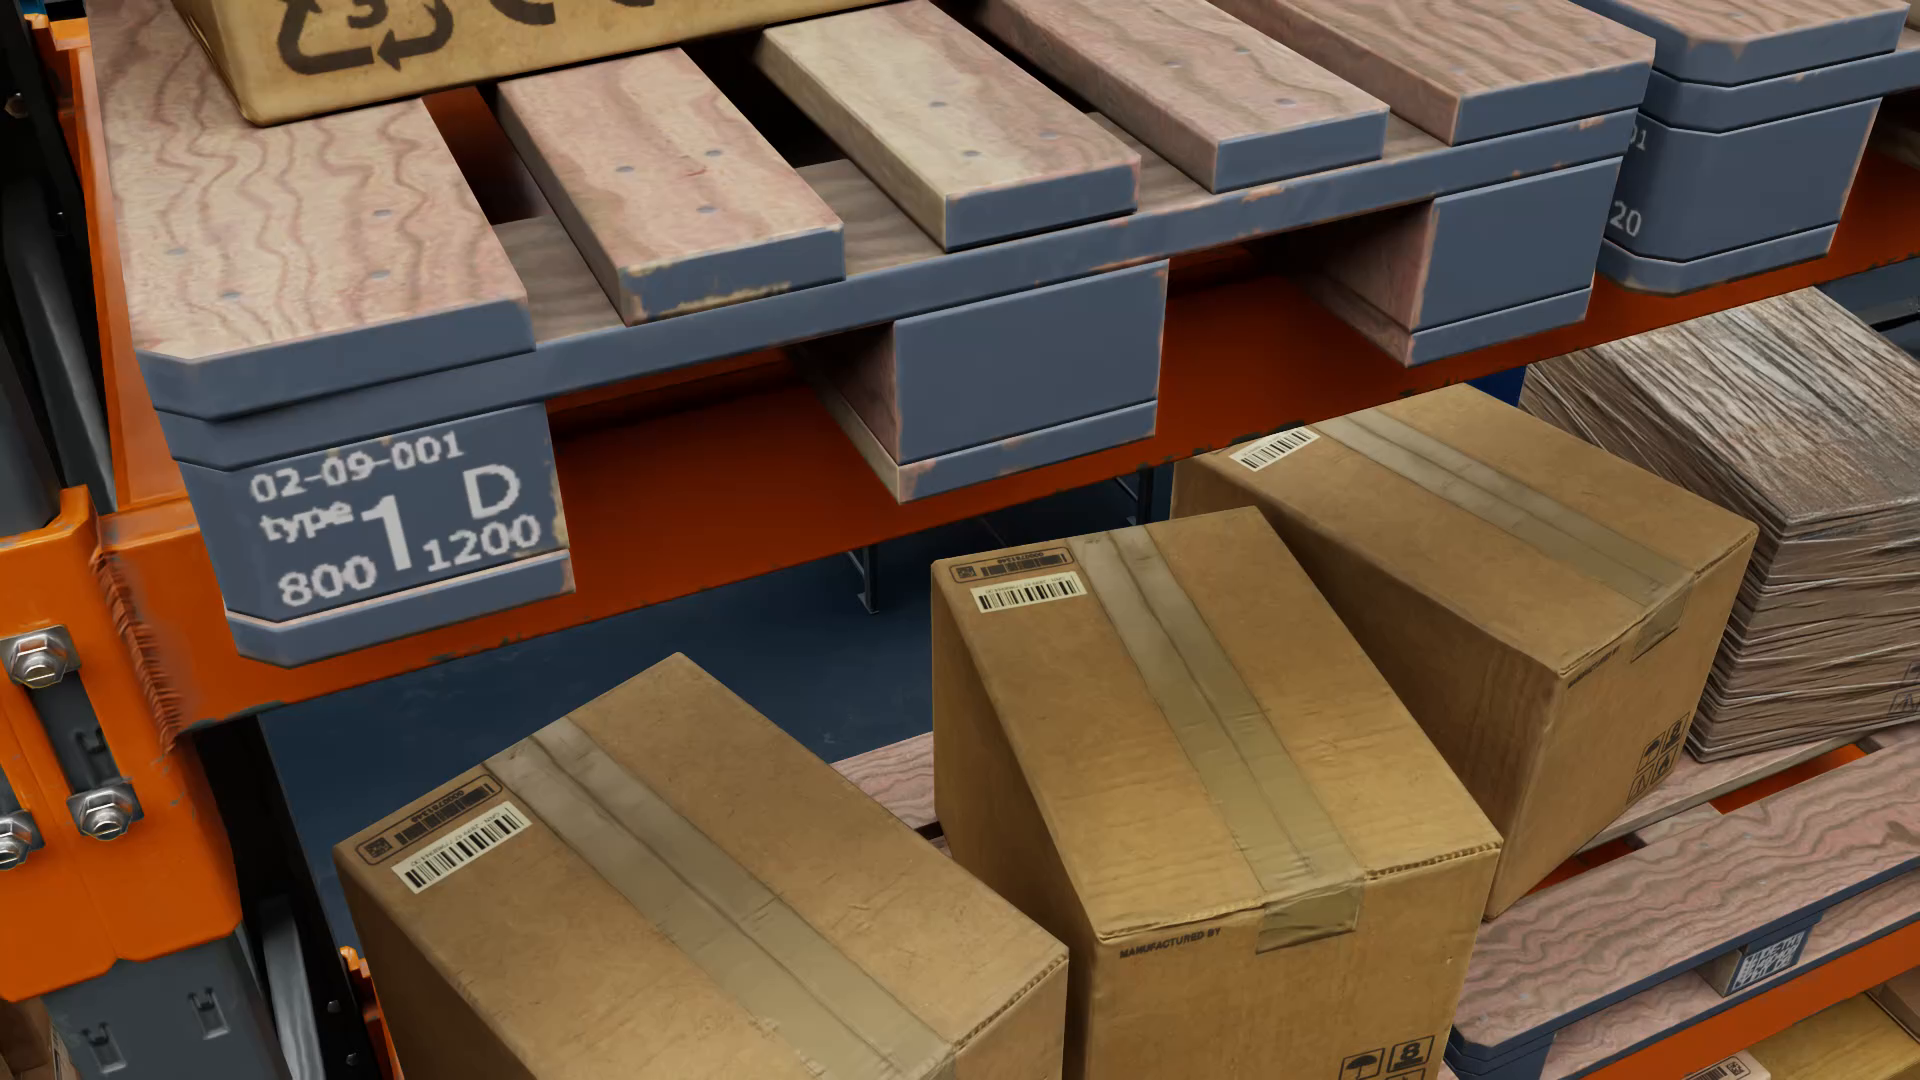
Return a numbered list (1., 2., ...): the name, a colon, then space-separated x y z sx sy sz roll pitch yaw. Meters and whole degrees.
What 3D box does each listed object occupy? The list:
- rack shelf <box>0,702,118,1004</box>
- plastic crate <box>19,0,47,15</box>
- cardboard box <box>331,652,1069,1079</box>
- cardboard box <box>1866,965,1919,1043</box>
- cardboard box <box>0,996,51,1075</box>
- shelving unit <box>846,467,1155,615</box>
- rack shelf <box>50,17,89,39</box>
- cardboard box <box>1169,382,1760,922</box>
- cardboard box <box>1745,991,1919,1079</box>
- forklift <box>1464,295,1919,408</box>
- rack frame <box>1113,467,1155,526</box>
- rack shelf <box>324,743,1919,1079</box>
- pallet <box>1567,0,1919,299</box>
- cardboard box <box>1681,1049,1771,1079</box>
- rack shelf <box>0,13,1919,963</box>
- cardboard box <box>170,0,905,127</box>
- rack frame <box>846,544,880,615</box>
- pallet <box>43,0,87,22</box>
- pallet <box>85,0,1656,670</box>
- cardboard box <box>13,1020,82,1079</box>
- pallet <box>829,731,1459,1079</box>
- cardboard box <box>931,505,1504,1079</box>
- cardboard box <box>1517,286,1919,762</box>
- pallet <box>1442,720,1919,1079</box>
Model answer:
1. rack shelf: -2.636 0.393 0.789 4.000 0.370 1.077 -16 39 -20
2. plastic crate: -3.205 -1.585 5.333 0.575 0.384 0.392 -16 39 -20
3. cardboard box: -0.302 0.594 1.995 0.500 0.500 0.700 -30 46 -34
4. cardboard box: 1.999 0.696 3.394 0.500 0.250 0.500 -14 39 -18
5. cardboard box: -1.372 0.328 1.866 0.500 0.500 0.500 -15 39 -19
6. shelving unit: 0.077 -0.624 5.332 1.048 1.500 0.538 -16 39 -20
7. rack shelf: -4.737 -1.075 5.285 4.000 0.370 1.077 -16 39 -20
8. cardboard box: 0.747 0.113 2.643 0.500 0.500 0.700 -26 44 -31
9. cardboard box: 1.580 1.111 3.463 0.500 0.500 0.500 -17 40 -22
10. forklift: 2.553 -1.813 5.734 3.031 2.935 1.130 -14 39 -18
11. rack frame: 0.537 -0.753 5.506 0.032 1.500 0.500 -16 39 -20
12. rack shelf: 0.985 0.585 3.047 4.000 0.370 1.077 -16 39 -20
13. pallet: 0.732 -0.718 1.840 1.003 0.211 1.213 -16 39 -20
14. cardboard box: 1.075 0.957 3.041 0.500 0.250 0.500 -16 40 -21
15. rack shelf: 0.985 -0.620 2.154 4.000 0.370 1.077 -16 39 -20
16. cardboard box: -0.338 -0.739 1.190 0.600 0.600 0.600 -19 41 -24
17. rack frame: -0.383 -0.495 5.159 0.032 1.500 0.500 -16 39 -20
18. pallet: -5.753 -3.271 9.982 1.213 0.211 1.003 -16 39 -20
19. pallet: -0.205 -0.454 1.484 1.003 0.211 1.213 -16 39 -20
20. cardboard box: -1.403 0.744 2.145 0.500 0.500 0.500 -15 39 -19
21. pallet: -0.056 0.736 2.401 1.213 0.211 1.003 -16 39 -20
22. cardboard box: 0.294 0.386 2.275 0.500 0.500 0.700 -10 38 -13
23. cardboard box: 1.364 -0.070 2.890 0.500 0.500 0.700 -9 37 -11
24. pallet: 1.037 0.362 2.906 1.213 0.211 1.003 -16 39 -20
